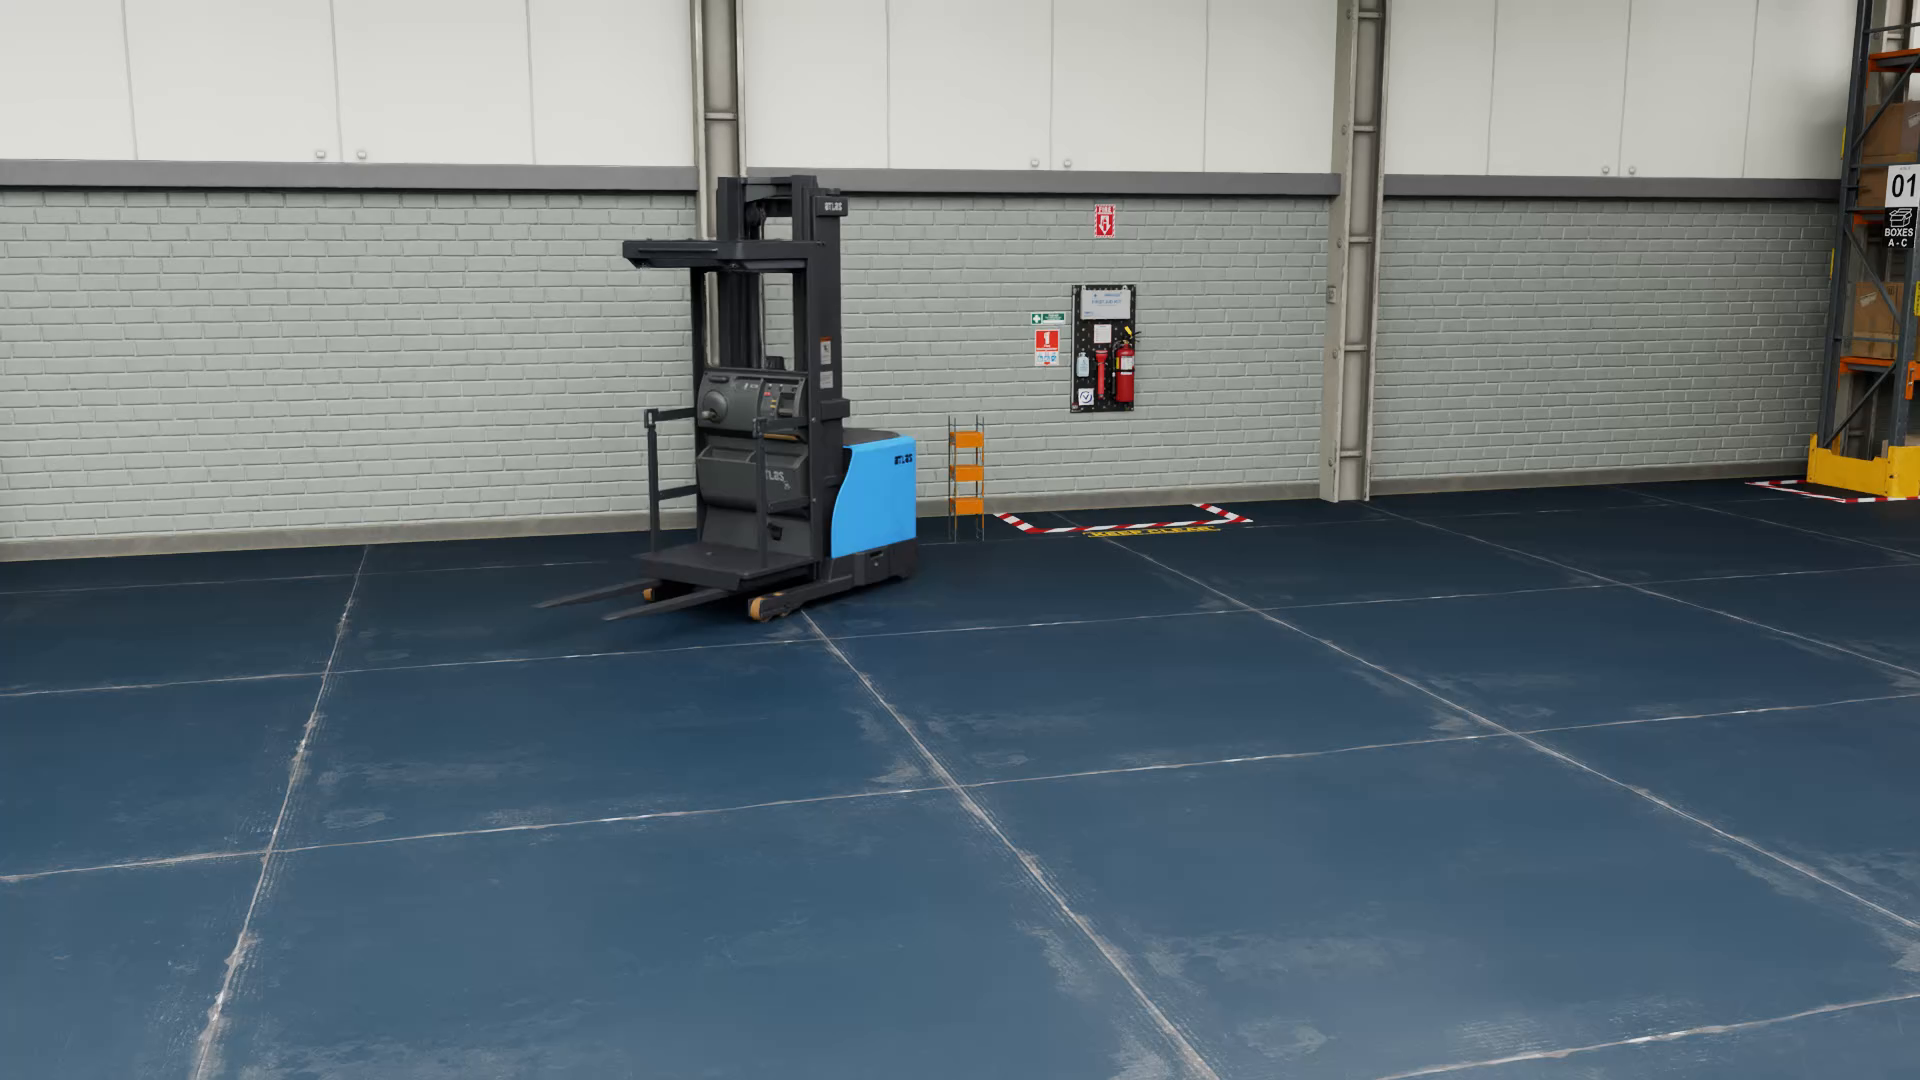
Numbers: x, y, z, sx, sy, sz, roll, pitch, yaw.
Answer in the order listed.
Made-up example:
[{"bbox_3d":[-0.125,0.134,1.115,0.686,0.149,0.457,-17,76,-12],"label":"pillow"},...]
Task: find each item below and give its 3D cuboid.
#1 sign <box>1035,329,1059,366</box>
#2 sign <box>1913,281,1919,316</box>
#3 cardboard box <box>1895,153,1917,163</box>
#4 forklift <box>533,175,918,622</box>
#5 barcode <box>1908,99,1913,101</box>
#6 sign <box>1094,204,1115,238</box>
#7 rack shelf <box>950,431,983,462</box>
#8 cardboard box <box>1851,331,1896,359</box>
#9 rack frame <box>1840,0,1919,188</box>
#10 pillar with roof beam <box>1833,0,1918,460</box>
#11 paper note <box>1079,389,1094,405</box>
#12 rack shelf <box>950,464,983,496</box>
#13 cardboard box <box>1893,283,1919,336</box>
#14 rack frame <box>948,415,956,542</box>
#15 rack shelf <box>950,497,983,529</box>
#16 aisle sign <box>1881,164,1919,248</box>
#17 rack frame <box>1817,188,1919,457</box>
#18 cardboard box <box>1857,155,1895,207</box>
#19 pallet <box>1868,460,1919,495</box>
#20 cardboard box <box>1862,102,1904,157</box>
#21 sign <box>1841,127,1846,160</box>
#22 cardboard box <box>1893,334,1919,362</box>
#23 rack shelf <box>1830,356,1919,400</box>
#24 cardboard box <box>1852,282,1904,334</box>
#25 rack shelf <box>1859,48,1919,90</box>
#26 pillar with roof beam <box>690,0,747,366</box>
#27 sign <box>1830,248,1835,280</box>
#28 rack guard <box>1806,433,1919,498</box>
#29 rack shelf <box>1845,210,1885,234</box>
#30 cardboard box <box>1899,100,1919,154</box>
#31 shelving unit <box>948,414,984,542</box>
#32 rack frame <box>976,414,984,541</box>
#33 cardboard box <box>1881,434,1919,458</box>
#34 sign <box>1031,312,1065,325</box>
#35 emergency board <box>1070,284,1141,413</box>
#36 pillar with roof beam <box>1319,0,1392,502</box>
[{"bbox_3d":[0.798,-1.764,15.245,0.234,0.329,0.001,-3,11,-16],"label":"sign"},{"bbox_3d":[9.224,-2.324,15.995,0.005,0.325,0.100,-3,11,-16],"label":"sign"},{"bbox_3d":[9.463,-3.500,16.159,0.500,0.500,0.500,-3,11,-14],"label":"cardboard box"},{"bbox_3d":[-1.568,-0.993,11.346,1.130,2.935,3.031,7,13,34],"label":"forklift"},{"bbox_3d":[9.614,-4.427,16.828,0.075,0.075,0.001,-3,11,-16],"label":"barcode"},{"bbox_3d":[1.322,-2.913,15.184,0.199,0.298,0.001,-3,11,-16],"label":"sign"},{"bbox_3d":[0.051,-0.788,13.917,0.240,0.259,0.215,-3,11,-16],"label":"rack shelf"},{"bbox_3d":[9.467,-1.986,16.909,0.500,0.250,0.500,-3,11,-15],"label":"cardboard box"},{"bbox_3d":[9.072,-4.943,16.043,0.127,3.000,1.000,-3,11,-16],"label":"rack frame"},{"bbox_3d":[10.706,-4.381,12.987,0.400,9.000,9.100,-3,11,-16],"label":"pillar with roof beam"},{"bbox_3d":[1.169,-1.326,15.399,0.142,0.148,0.016,-3,11,-16],"label":"paper note"},{"bbox_3d":[0.051,-0.509,13.968,0.240,0.259,0.215,-3,11,-16],"label":"rack shelf"},{"bbox_3d":[9.614,-2.269,16.377,0.500,0.500,0.500,-3,11,-16],"label":"cardboard box"},{"bbox_3d":[-0.066,-0.513,13.933,0.008,1.050,0.200,-3,11,-16],"label":"rack frame"},{"bbox_3d":[0.051,-0.235,14.018,0.240,0.259,0.215,-3,11,-16],"label":"rack shelf"},{"bbox_3d":[9.087,-3.215,16.047,0.004,0.787,0.394,-3,11,-16],"label":"aisle sign"},{"bbox_3d":[9.072,-1.993,16.586,0.127,3.000,1.000,-3,11,-16],"label":"rack frame"},{"bbox_3d":[9.402,-3.592,16.657,0.500,0.500,0.500,-2,11,-12],"label":"cardboard box"},{"bbox_3d":[9.935,-0.660,17.049,1.213,0.211,1.003,-3,11,-16],"label":"pallet"},{"bbox_3d":[9.413,-4.086,16.578,0.500,0.500,0.500,-3,11,-13],"label":"cardboard box"},{"bbox_3d":[8.936,-4.001,16.764,0.005,0.325,0.100,-3,11,-16],"label":"sign"},{"bbox_3d":[9.629,-1.898,16.432,0.500,0.250,0.500,-3,11,-18],"label":"cardboard box"},{"bbox_3d":[10.992,-1.740,17.201,4.000,0.370,1.077,-3,11,-16],"label":"rack shelf"},{"bbox_3d":[9.465,-2.358,16.860,0.500,0.500,0.500,-3,11,-17],"label":"cardboard box"},{"bbox_3d":[10.992,-4.689,16.658,4.000,0.370,1.077,-3,11,-16],"label":"rack shelf"},{"bbox_3d":[-0.816,-3.773,9.688,0.400,9.000,9.100,-3,11,-16],"label":"pillar with roof beam"},{"bbox_3d":[8.936,-2.815,16.982,0.005,0.325,0.100,-3,11,-16],"label":"sign"},{"bbox_3d":[9.145,-0.767,16.833,0.348,0.500,1.175,-3,11,-16],"label":"rack guard"},{"bbox_3d":[10.992,-3.215,16.929,4.000,0.370,1.077,-3,11,-16],"label":"rack shelf"},{"bbox_3d":[9.510,-3.996,16.089,0.500,0.500,0.500,-4,11,-20],"label":"cardboard box"},{"bbox_3d":[0.051,-0.519,13.966,0.252,1.050,0.215,-3,11,-16],"label":"shelving unit"},{"bbox_3d":[0.169,-0.525,14.000,0.008,1.050,0.200,-3,11,-16],"label":"rack frame"},{"bbox_3d":[9.761,-0.906,16.895,0.500,0.311,0.500,-4,11,-22],"label":"cardboard box"},{"bbox_3d":[0.805,-2.023,15.189,0.331,0.109,0.001,-3,11,-16],"label":"sign"},{"bbox_3d":[1.358,-1.756,15.302,0.643,1.169,0.194,-3,11,-16],"label":"emergency board"},{"bbox_3d":[4.945,-4.077,11.337,0.400,9.000,9.100,-3,11,-16],"label":"pillar with roof beam"}]
